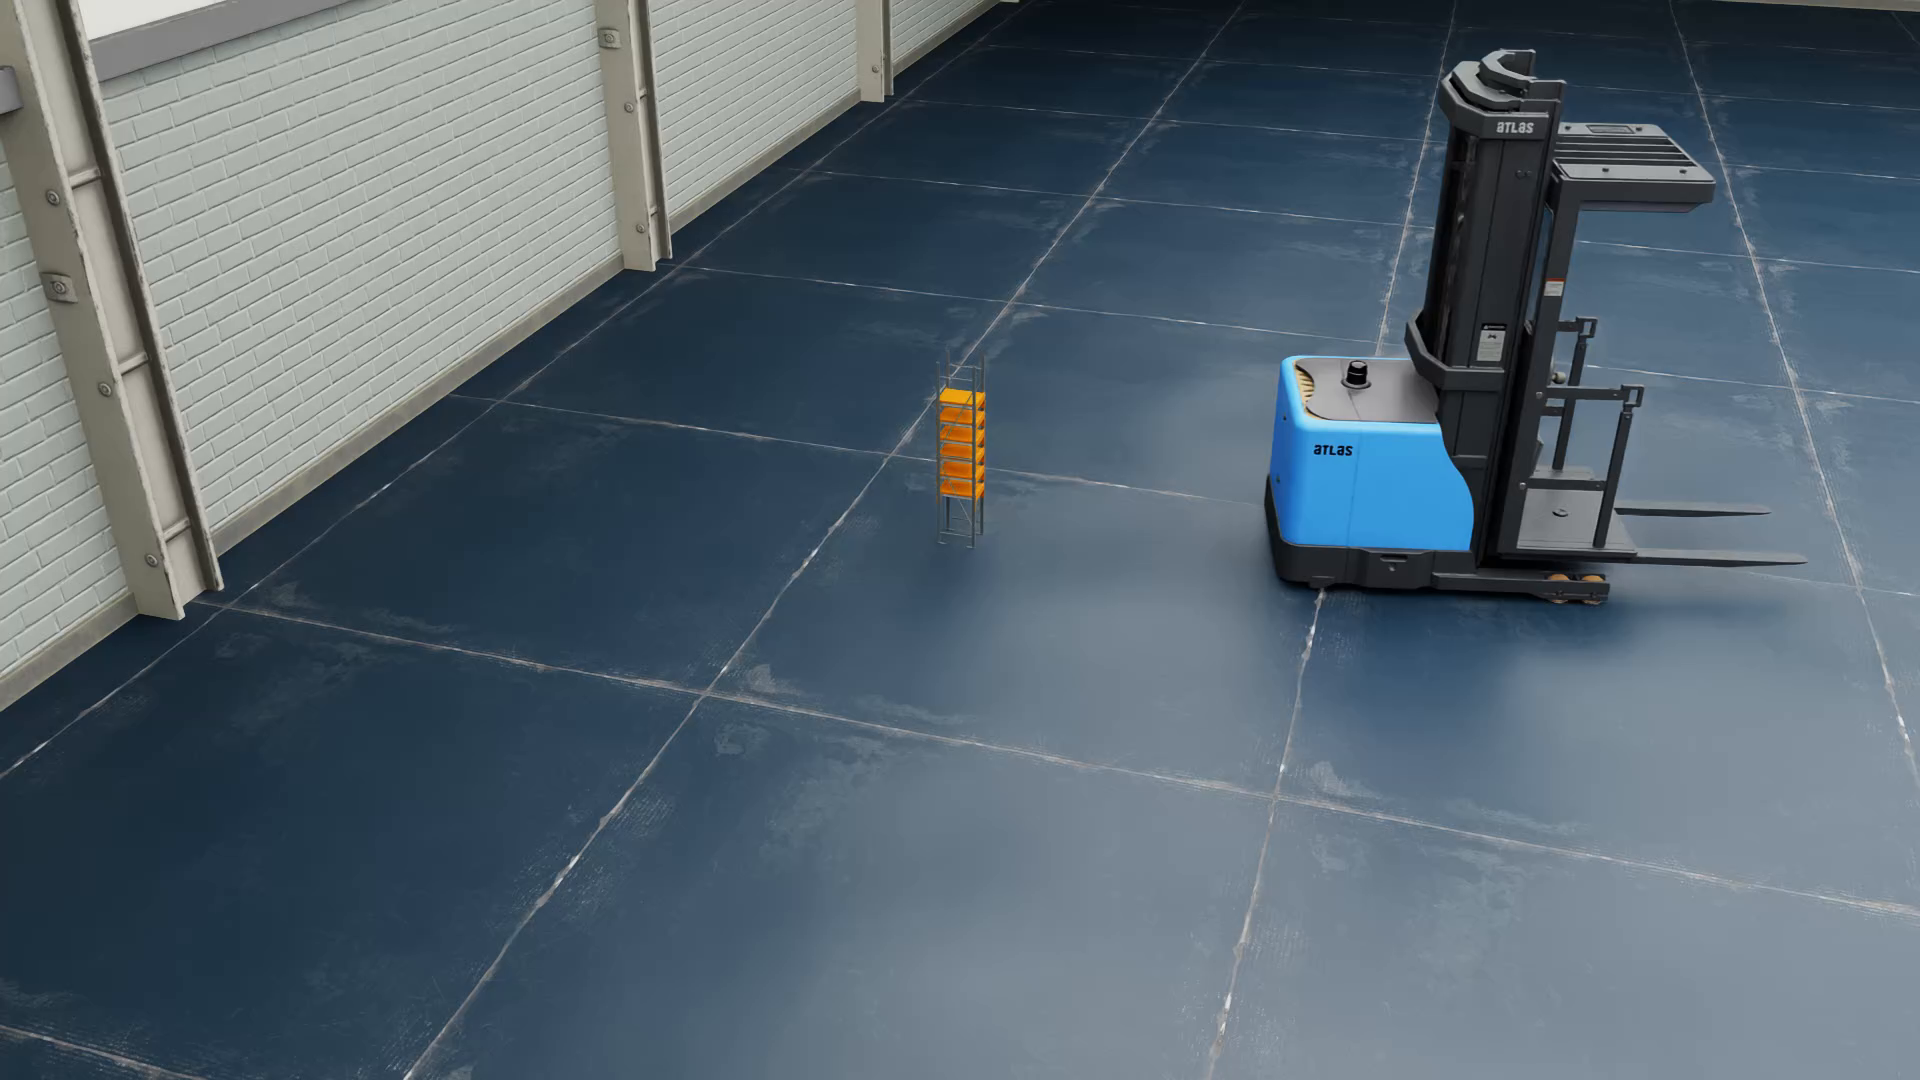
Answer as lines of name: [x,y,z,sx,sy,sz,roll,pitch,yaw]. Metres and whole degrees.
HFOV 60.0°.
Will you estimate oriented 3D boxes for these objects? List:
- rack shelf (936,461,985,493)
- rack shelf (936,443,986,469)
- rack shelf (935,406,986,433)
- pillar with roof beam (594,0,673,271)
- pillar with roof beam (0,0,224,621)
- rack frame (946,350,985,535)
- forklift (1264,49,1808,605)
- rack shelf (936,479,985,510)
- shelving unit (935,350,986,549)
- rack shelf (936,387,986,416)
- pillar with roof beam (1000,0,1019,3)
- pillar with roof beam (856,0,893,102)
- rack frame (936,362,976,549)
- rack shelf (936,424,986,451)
rack shelf: [0.004,-0.387,10.050,0.258,0.103,0.180,8,30,15]
rack shelf: [0.004,-0.492,9.992,0.258,0.103,0.180,8,30,15]
rack shelf: [0.004,-0.702,9.875,0.258,0.103,0.180,8,30,15]
pillar with roof beam: [1.359,-5.764,11.354,9.100,9.000,0.400,8,30,15]
pillar with roof beam: [-0.402,-2.975,6.342,9.100,9.000,0.400,8,30,15]
rack frame: [0.031,-0.574,10.047,0.240,1.200,0.006,8,30,15]
forklift: [3.399,-1.178,9.353,3.031,2.935,1.130,2,29,4]
rack shelf: [0.004,-0.282,10.109,0.258,0.103,0.180,8,30,15]
shelving unit: [0.004,-0.531,9.970,0.258,1.200,0.189,8,30,15]
rack shelf: [0.004,-0.807,9.817,0.258,0.103,0.180,8,30,15]
pillar with roof beam: [4.881,-11.340,21.379,9.100,9.000,0.400,8,30,15]
pillar with roof beam: [3.120,-8.552,16.366,9.100,9.000,0.400,8,30,15]
rack frame: [-0.023,-0.489,9.894,0.240,1.200,0.006,8,30,15]
rack shelf: [0.004,-0.597,9.934,0.258,0.103,0.180,8,30,15]
